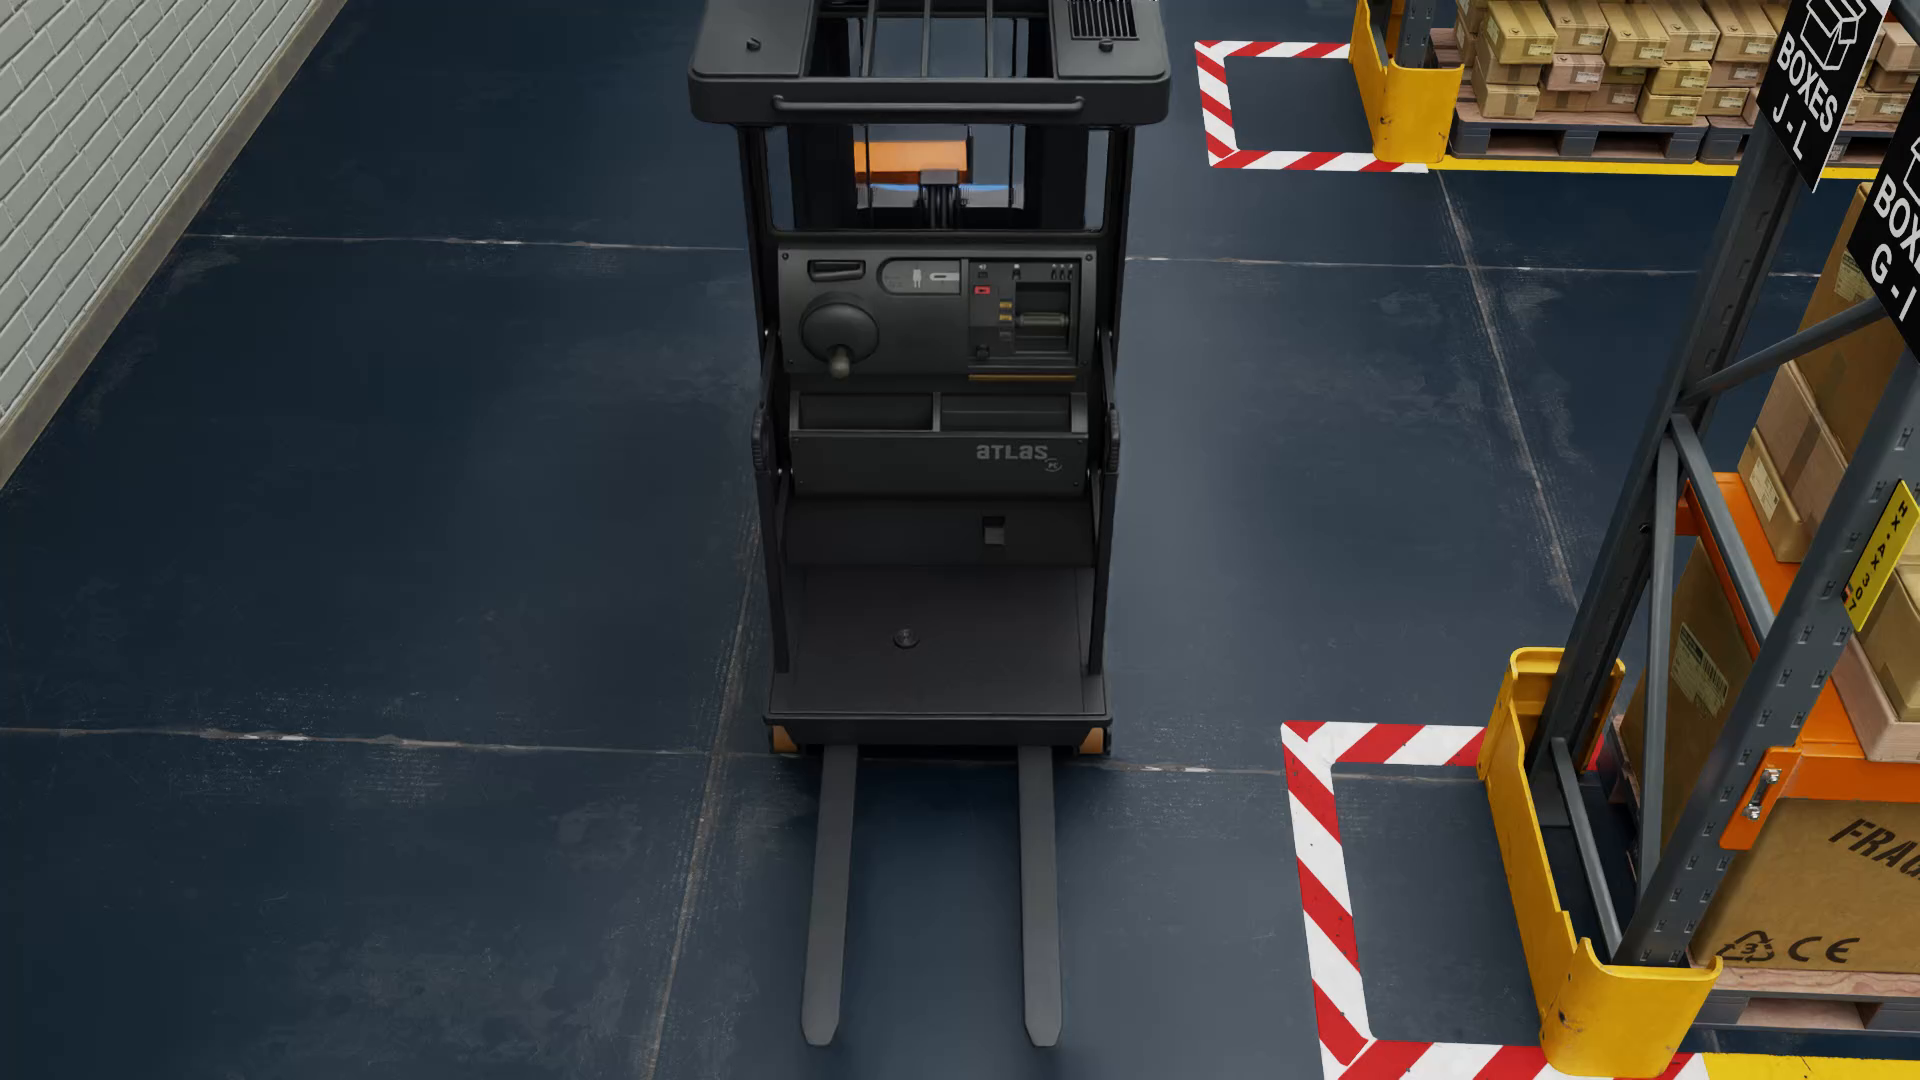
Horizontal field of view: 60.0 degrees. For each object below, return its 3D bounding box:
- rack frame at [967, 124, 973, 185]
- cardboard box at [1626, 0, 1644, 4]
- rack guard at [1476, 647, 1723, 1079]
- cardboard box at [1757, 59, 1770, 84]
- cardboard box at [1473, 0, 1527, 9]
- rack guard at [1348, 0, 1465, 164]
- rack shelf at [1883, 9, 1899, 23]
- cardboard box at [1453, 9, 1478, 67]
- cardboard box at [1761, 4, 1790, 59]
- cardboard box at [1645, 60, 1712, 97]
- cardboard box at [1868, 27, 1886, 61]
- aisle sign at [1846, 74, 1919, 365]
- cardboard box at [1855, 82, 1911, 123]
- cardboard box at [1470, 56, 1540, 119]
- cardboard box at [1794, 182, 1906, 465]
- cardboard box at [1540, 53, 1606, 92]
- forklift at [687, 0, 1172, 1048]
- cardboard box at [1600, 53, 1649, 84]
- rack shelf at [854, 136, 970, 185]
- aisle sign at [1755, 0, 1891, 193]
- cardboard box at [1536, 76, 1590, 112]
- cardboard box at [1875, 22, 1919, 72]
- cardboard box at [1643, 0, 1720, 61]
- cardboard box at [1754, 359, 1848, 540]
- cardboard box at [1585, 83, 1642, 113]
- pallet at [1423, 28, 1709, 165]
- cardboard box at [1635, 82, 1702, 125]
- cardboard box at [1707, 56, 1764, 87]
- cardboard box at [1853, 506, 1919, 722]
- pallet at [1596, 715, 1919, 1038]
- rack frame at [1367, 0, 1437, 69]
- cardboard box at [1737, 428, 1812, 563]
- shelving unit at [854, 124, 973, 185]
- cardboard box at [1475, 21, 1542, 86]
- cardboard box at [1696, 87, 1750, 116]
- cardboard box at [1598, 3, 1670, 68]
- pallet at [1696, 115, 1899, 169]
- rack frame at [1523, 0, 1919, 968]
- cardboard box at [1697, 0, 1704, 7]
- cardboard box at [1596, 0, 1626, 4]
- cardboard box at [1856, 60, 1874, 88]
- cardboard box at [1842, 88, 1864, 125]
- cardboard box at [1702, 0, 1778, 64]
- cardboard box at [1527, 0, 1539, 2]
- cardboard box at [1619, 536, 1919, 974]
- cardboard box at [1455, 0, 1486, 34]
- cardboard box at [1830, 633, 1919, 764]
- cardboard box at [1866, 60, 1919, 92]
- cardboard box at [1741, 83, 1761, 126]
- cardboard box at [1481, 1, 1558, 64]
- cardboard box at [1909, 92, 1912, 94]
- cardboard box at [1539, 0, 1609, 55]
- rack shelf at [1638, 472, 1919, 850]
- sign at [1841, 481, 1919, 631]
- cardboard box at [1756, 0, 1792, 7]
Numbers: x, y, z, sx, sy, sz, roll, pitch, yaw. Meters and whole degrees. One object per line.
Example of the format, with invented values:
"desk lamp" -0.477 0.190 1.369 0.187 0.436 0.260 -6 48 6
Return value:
"rack frame" 0.038 -1.104 6.548 0.015 1.200 0.240 -1 41 -1
"cardboard box" 3.499 -2.836 8.441 0.250 0.149 0.380 0 43 0
"rack guard" 1.842 0.917 4.898 0.348 0.500 1.175 2 43 2
"cardboard box" 4.015 -2.400 8.191 0.250 0.149 0.380 4 43 4
"cardboard box" 2.731 -2.855 8.461 0.250 0.149 0.380 2 43 2
"rack guard" 2.266 -2.454 8.517 0.348 0.500 1.175 2 43 2
"rack shelf" 3.864 -0.769 3.202 4.000 0.370 1.077 2 43 2
"cardboard box" 2.726 -2.607 8.631 0.250 0.149 0.380 2 43 3
"cardboard box" 4.014 -2.425 7.999 0.250 0.149 0.380 2 43 3
"cardboard box" 3.473 -2.323 8.109 0.250 0.149 0.380 3 43 3
"cardboard box" 4.269 -2.482 8.061 0.250 0.149 0.380 2 43 2
"aisle sign" 1.781 -0.746 2.942 0.004 0.787 0.394 2 43 2
"cardboard box" 4.488 -2.224 8.220 0.250 0.149 0.380 3 43 3
"cardboard box" 2.699 -2.247 8.245 0.250 0.149 0.380 3 43 3
"cardboard box" 2.365 -0.489 3.916 0.500 0.500 0.500 2 43 2
"cardboard box" 2.973 -2.352 8.140 0.250 0.149 0.380 2 43 2
"forklift" -0.066 -0.583 4.726 1.130 2.935 3.031 0 43 0
"cardboard box" 3.222 -2.405 8.196 0.250 0.149 0.380 2 43 2
"rack shelf" -0.206 -1.399 6.288 0.480 0.148 0.258 -1 41 -1
"aisle sign" 1.808 -1.154 3.381 0.004 0.787 0.394 2 43 2
"cardboard box" 2.964 -2.295 8.296 0.250 0.149 0.380 2 43 2
"cardboard box" 4.513 -2.400 7.972 0.250 0.149 0.380 0 43 0
"cardboard box" 3.477 -2.479 8.057 0.250 0.149 0.380 0 43 0
"cardboard box" 2.362 -0.216 4.173 0.500 0.250 0.500 1 43 1
"cardboard box" 3.213 -2.292 8.293 0.250 0.149 0.380 2 43 2
"pallet" 3.076 -2.299 8.563 1.213 0.211 1.003 2 43 2
"cardboard box" 3.463 -2.209 8.205 0.250 0.149 0.380 2 43 2
"cardboard box" 3.742 -2.380 8.169 0.250 0.149 0.380 0 43 0
"cardboard box" 2.333 0.148 3.782 0.500 0.250 0.500 1 43 1
"pallet" 2.668 0.995 5.027 1.213 0.211 1.003 2 43 2
"rack frame" 2.190 -3.371 7.668 0.127 3.000 1.000 2 43 2
"cardboard box" 2.237 -0.118 4.360 0.250 0.149 0.380 3 43 3
"shelving unit" -0.206 -1.101 6.545 0.503 1.200 0.258 -1 41 -1
"cardboard box" 2.702 -2.399 8.190 0.250 0.149 0.380 3 43 4
"cardboard box" 3.722 -2.267 8.266 0.250 0.149 0.380 2 43 2
"cardboard box" 3.225 -2.430 8.005 0.250 0.149 0.380 2 43 2
"pallet" 4.292 -2.260 8.521 1.213 0.211 1.003 2 43 2
"rack frame" 1.866 0.004 4.046 0.127 3.000 1.000 2 43 2
"cardboard box" 3.770 -2.866 8.472 0.250 0.149 0.380 3 43 3
"cardboard box" 3.243 -2.887 8.495 0.250 0.149 0.380 1 43 1
"cardboard box" 4.285 -2.385 8.174 0.250 0.149 0.380 4 43 4
"cardboard box" 4.245 -2.209 8.204 0.250 0.149 0.380 2 43 2
"cardboard box" 3.753 -2.464 8.041 0.250 0.149 0.380 3 43 4
"cardboard box" 2.979 -2.808 8.411 0.250 0.149 0.380 3 43 3
"cardboard box" 2.509 0.593 4.664 0.875 0.875 0.875 2 43 2
"cardboard box" 2.730 -2.768 8.586 0.250 0.149 0.380 1 43 1
"cardboard box" 2.206 0.331 3.878 0.250 0.149 0.380 2 43 2
"cardboard box" 4.550 -2.348 8.135 0.250 0.149 0.380 0 43 0
"cardboard box" 3.967 -2.200 8.194 0.250 0.149 0.380 0 43 0
"cardboard box" 2.698 -2.451 8.028 0.250 0.149 0.380 0 43 0
"cardboard box" 4.745 -2.170 8.162 0.250 0.149 0.380 2 43 2
"cardboard box" 2.979 -2.525 8.107 0.250 0.149 0.380 2 43 3
"rack shelf" 3.864 0.328 4.225 4.000 0.370 1.077 2 43 2
"sign" 1.835 0.036 3.318 0.005 0.325 0.100 2 43 2
"cardboard box" 4.028 -2.782 8.383 0.250 0.149 0.380 0 43 0
